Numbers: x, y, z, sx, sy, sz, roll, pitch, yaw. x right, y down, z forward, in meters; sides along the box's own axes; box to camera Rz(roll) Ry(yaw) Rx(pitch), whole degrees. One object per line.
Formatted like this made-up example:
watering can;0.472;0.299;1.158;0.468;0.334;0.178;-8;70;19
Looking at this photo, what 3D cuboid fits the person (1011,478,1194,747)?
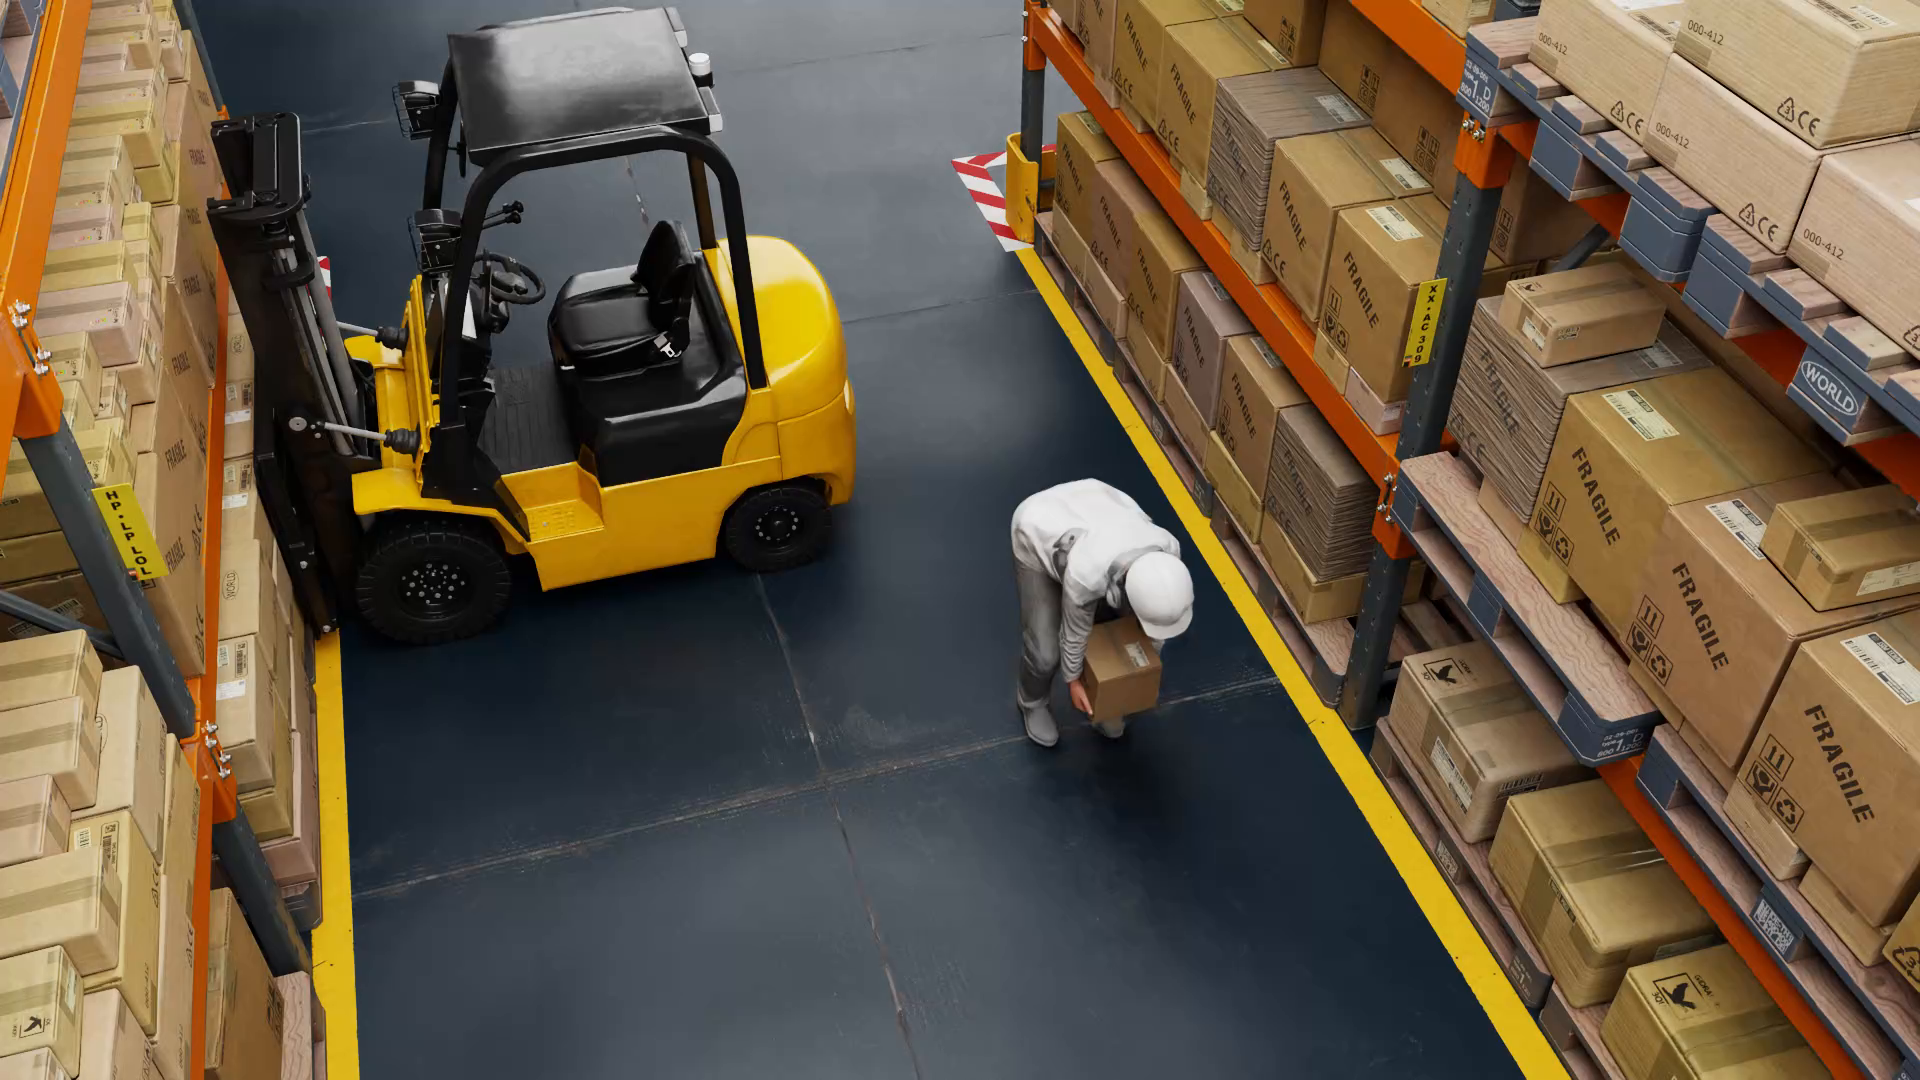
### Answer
person;0.526;0.343;6.101;0.463;1.319;0.959;-15;44;-16
